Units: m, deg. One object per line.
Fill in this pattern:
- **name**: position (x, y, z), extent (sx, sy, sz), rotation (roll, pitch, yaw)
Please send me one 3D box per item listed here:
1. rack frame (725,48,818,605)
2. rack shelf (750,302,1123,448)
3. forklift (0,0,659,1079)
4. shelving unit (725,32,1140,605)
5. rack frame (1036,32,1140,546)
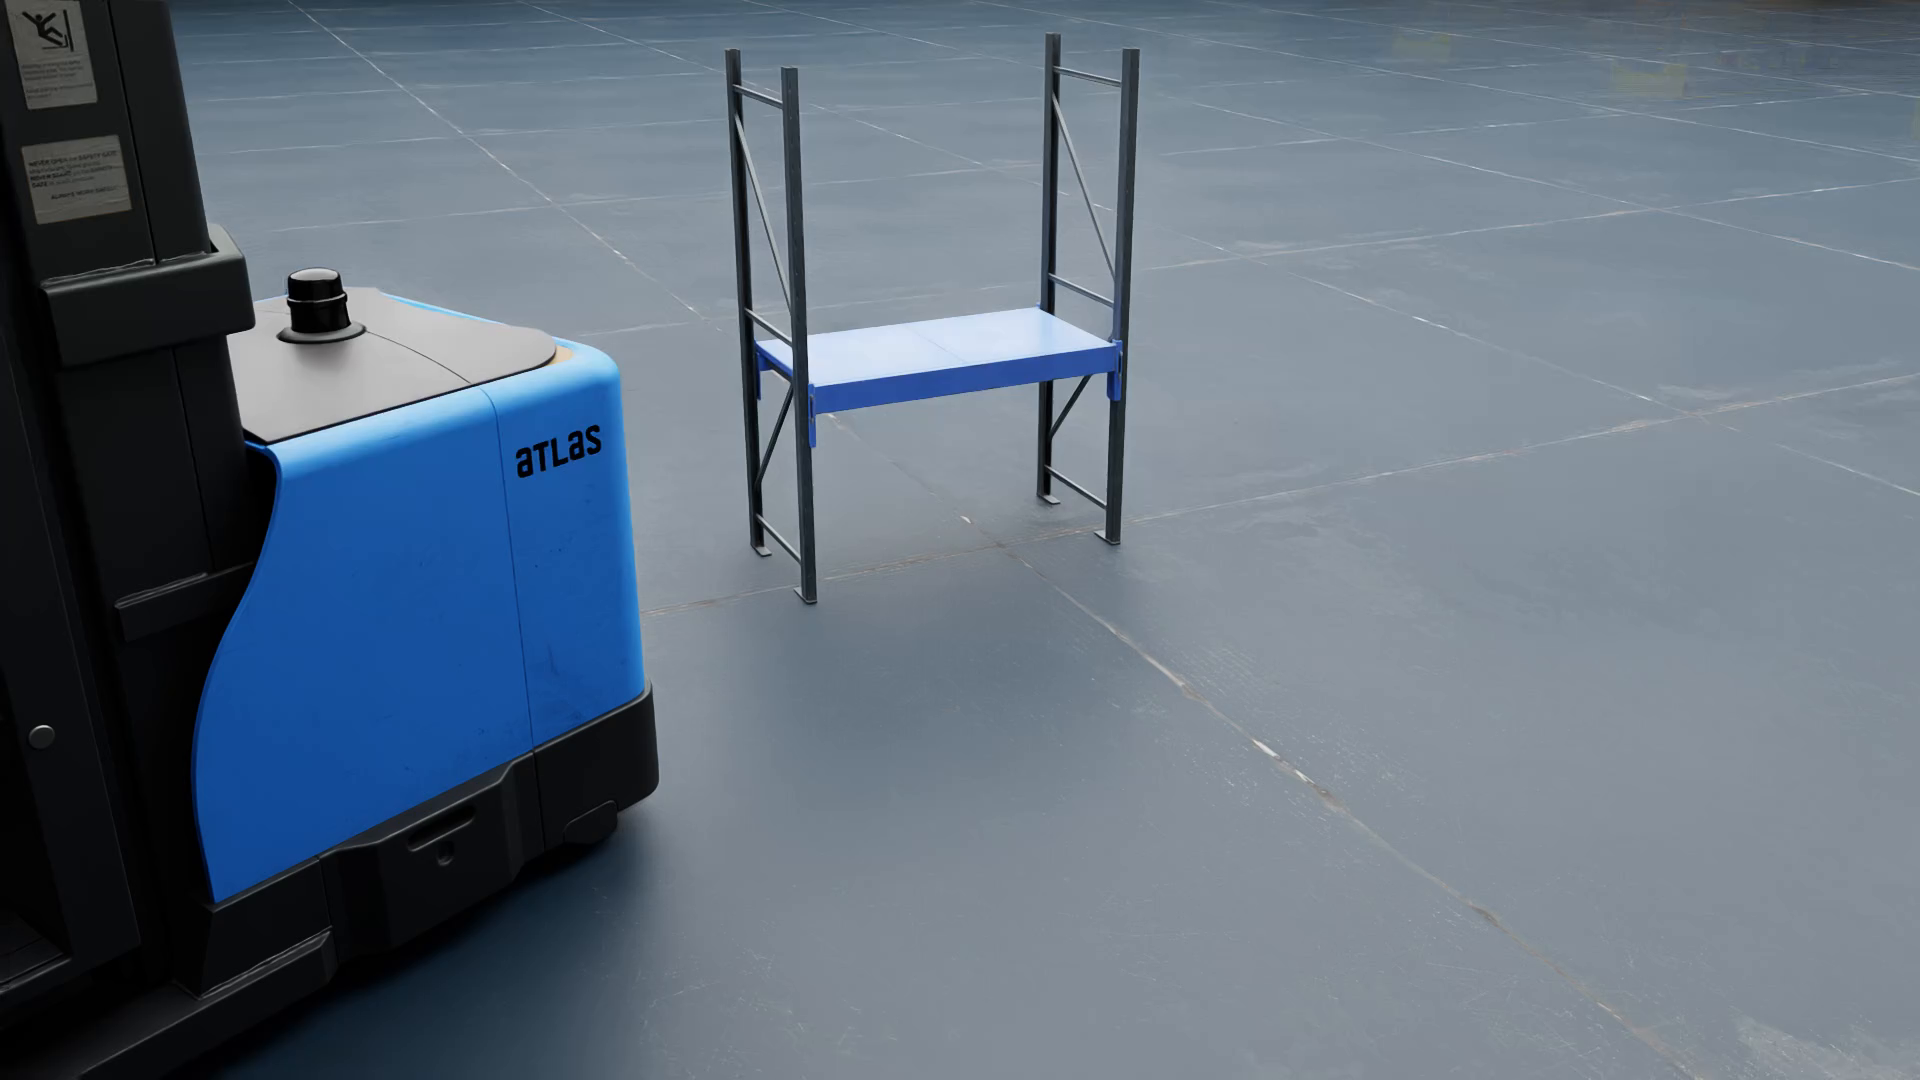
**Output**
- **rack frame**: position (-0.535, -0.594, 4.725), extent (0.032, 1.500, 0.500), rotation (-10, 25, -24)
- **rack shelf**: position (-0.077, -0.513, 4.998), extent (1.000, 0.185, 0.538), rotation (-10, 25, -24)
- **forklift**: position (-1.981, -0.415, 2.420), extent (1.130, 2.935, 3.031), rotation (17, 28, 35)
- **shelving unit**: position (-0.077, -0.679, 4.929), extent (1.048, 1.500, 0.538), rotation (-10, 25, -24)
- **rack frame**: position (0.381, -0.763, 5.133), extent (0.032, 1.500, 0.500), rotation (-10, 25, -24)
